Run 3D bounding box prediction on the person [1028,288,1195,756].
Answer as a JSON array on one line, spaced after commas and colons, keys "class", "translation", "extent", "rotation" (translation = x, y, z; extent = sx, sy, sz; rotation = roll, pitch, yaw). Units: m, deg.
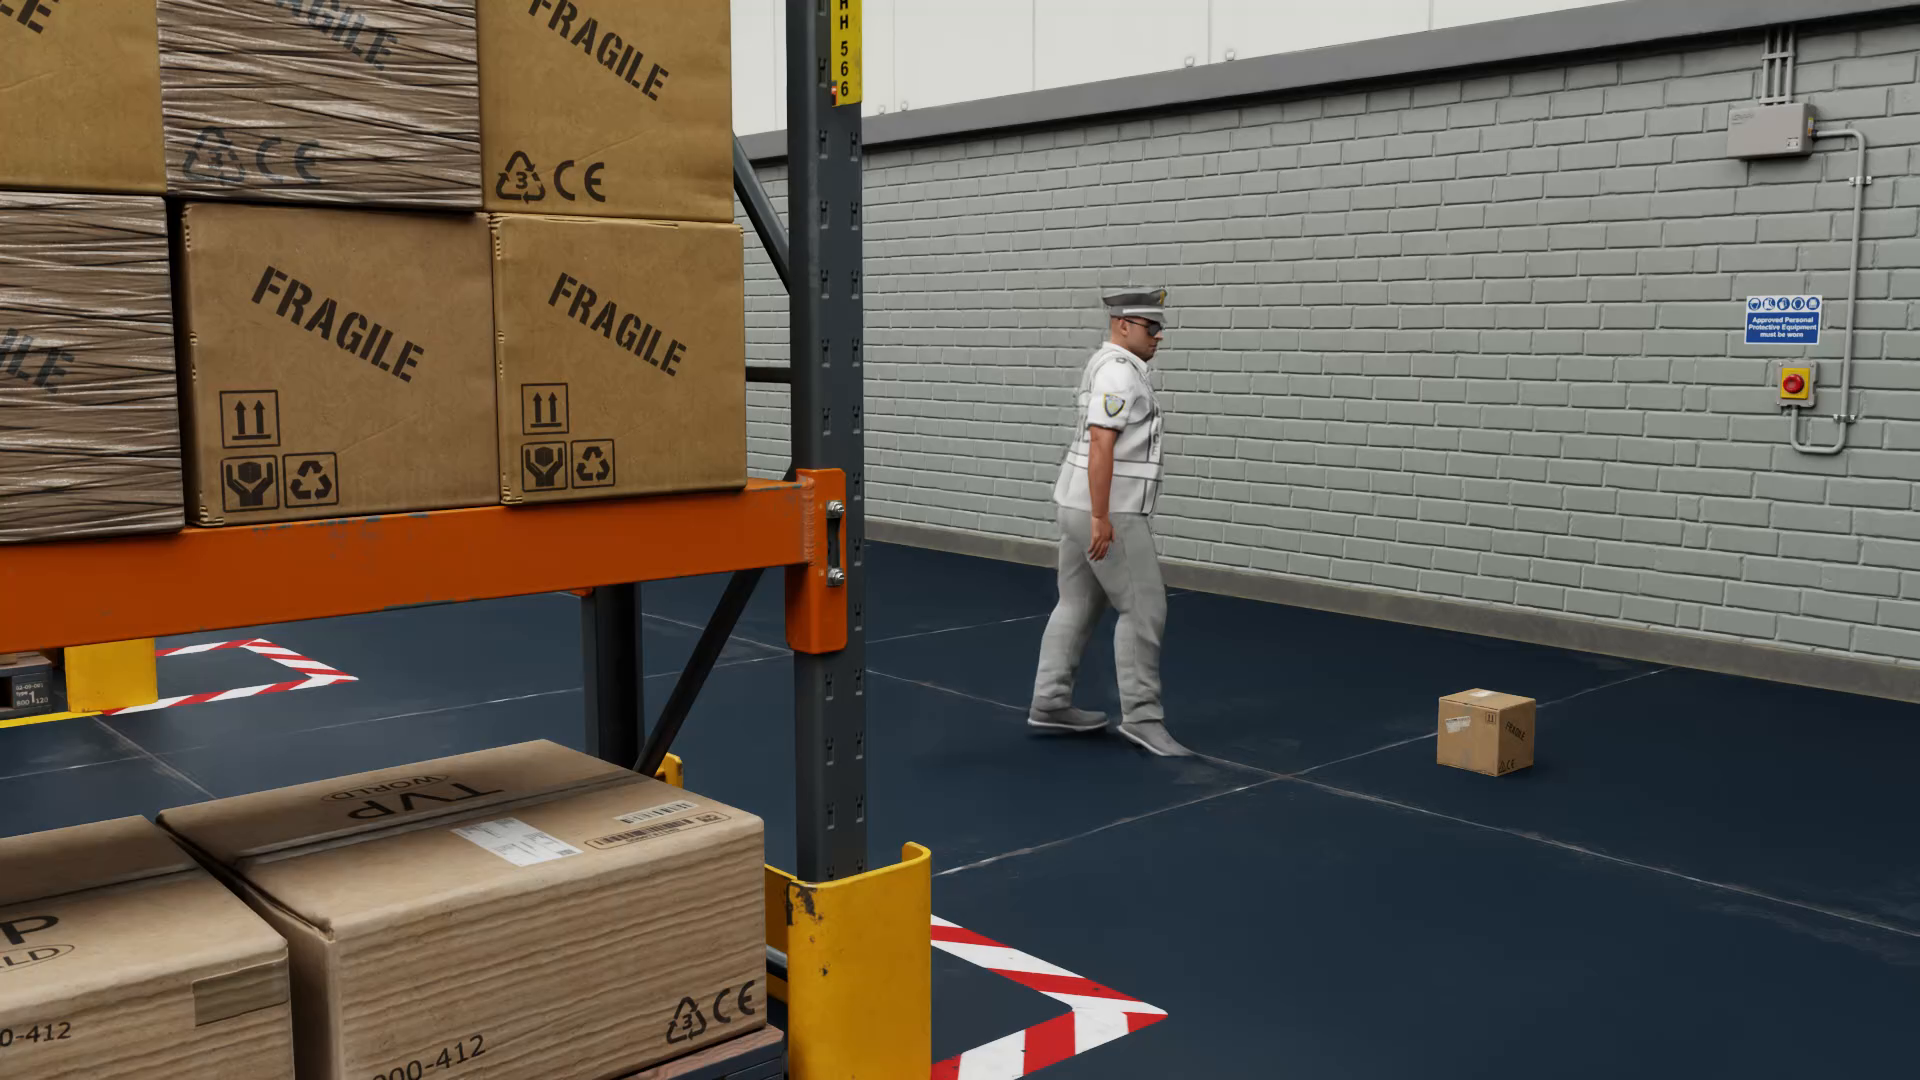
[{"class": "person", "translation": [0.571, -0.064, 6.414], "extent": [0.597, 1.798, 0.574], "rotation": [-1, 7, -7]}]
